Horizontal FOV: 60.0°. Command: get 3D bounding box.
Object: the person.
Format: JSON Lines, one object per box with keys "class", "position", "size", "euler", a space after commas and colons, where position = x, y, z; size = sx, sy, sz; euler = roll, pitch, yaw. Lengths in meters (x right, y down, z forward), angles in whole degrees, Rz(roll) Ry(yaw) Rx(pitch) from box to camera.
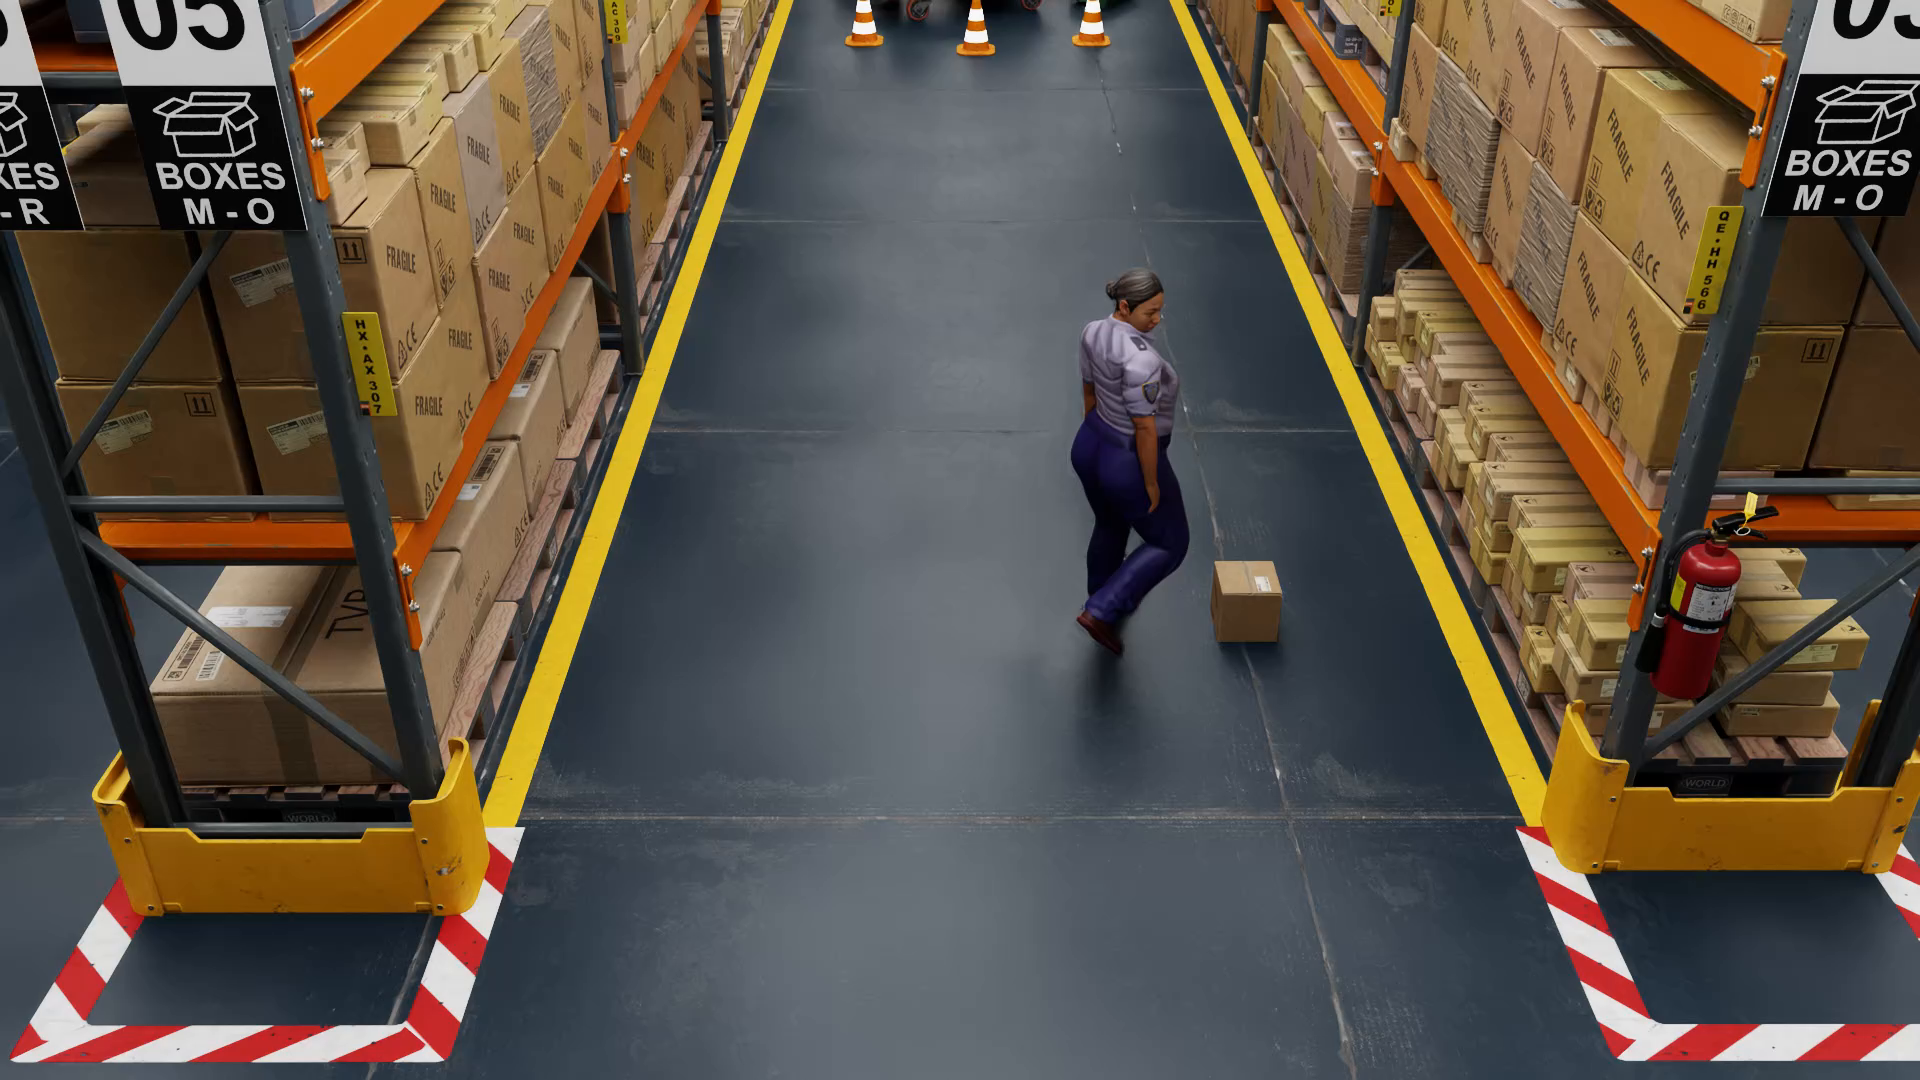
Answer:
{"class": "person", "position": [0.623, -0.300, 6.609], "size": [0.556, 1.645, 0.525], "euler": [-18, 36, -27]}
